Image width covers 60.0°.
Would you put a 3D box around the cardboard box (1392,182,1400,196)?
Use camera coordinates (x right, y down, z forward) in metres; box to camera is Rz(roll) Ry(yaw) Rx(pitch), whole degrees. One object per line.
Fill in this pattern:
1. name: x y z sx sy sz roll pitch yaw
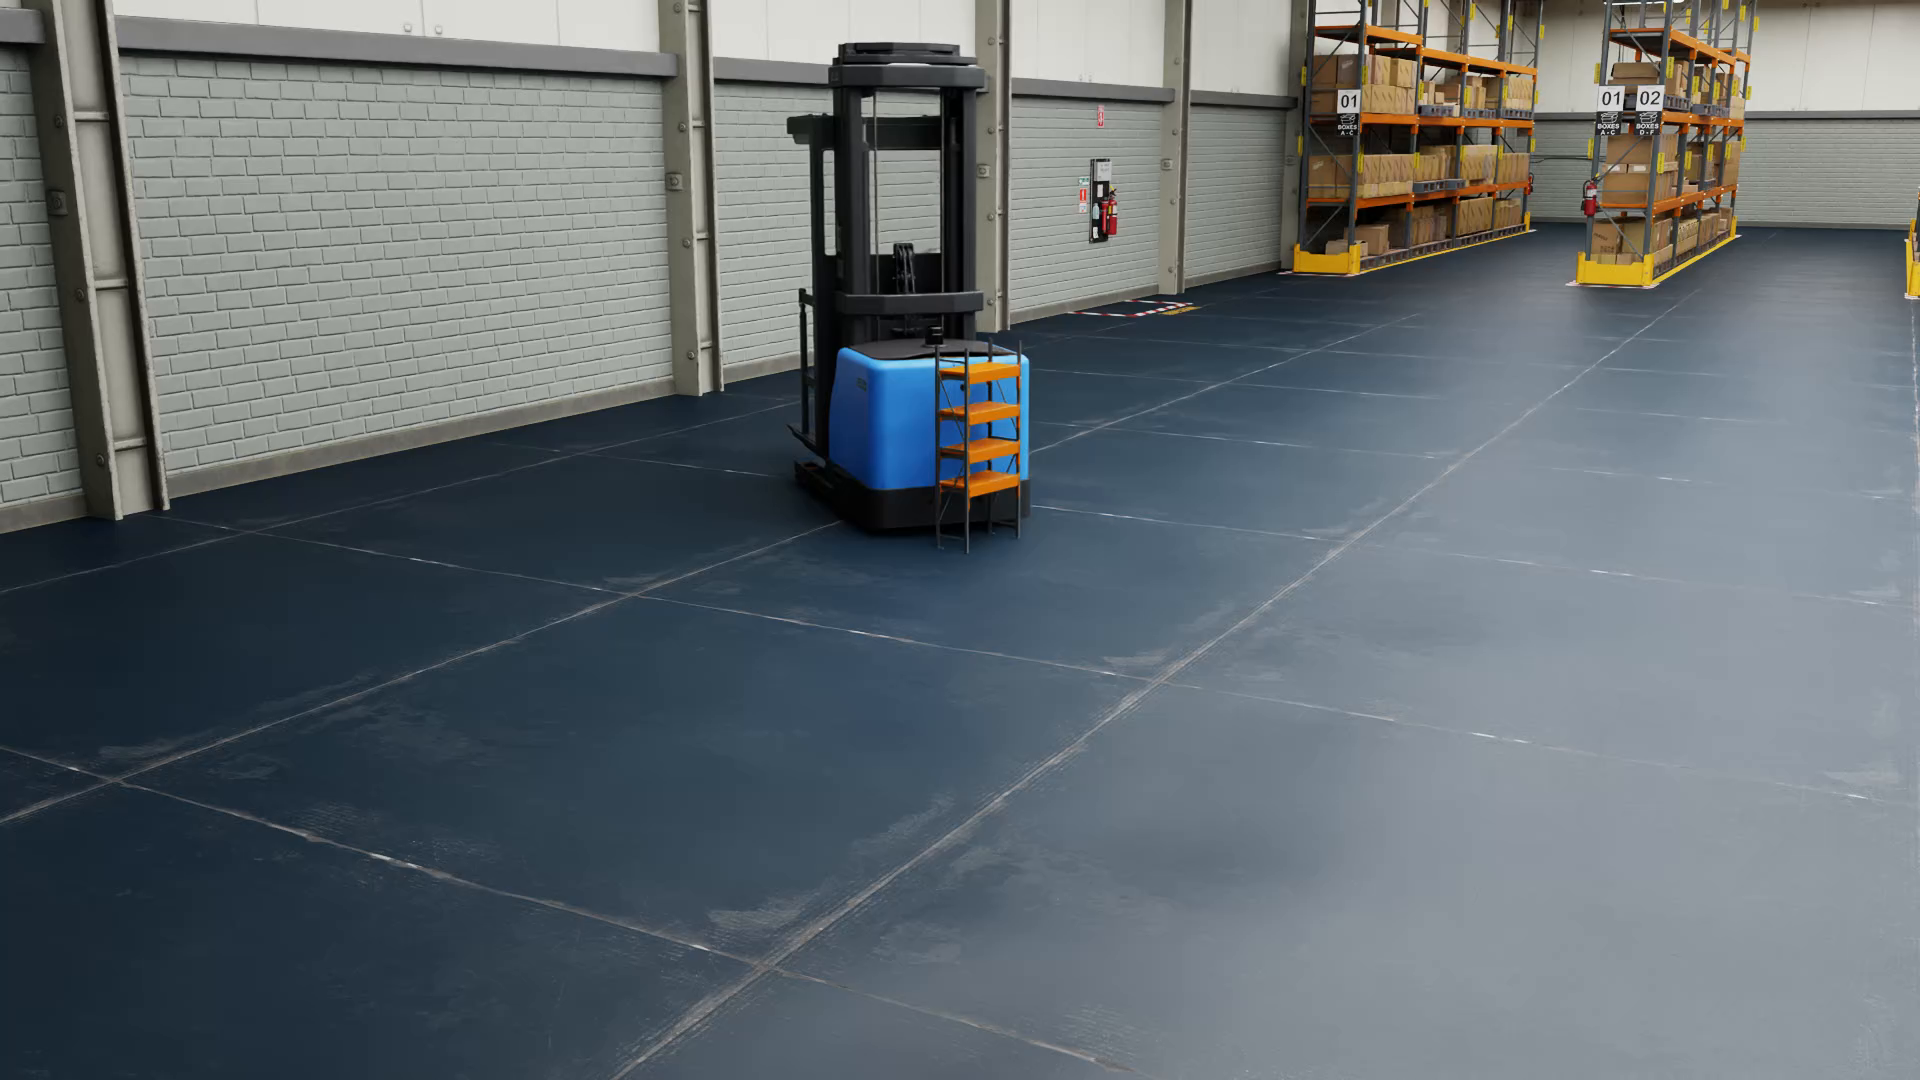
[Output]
1. cardboard box: 8.117 -6.742 31.878 0.500 0.250 0.500 7 15 28

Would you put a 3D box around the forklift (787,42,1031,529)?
1. forklift: -0.518 -1.791 11.210 1.130 2.935 3.031 -5 14 -18

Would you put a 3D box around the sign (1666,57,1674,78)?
1. sign: 11.446 -7.620 26.806 0.100 0.325 0.005 7 15 28

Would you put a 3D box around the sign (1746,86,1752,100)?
1. sign: 19.174 -10.867 40.418 0.100 0.325 0.005 7 15 28

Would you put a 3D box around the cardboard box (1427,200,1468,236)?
1. cardboard box: 10.962 -7.259 37.435 0.750 0.750 0.750 7 15 27

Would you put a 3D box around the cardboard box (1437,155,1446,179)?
1. cardboard box: 10.027 -8.011 35.711 0.700 0.500 0.500 6 15 23

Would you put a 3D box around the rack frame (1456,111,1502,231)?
1. rack frame: 12.426 -8.785 40.072 1.000 3.000 0.127 7 15 28

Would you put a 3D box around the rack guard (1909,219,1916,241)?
1. rack guard: 23.032 -7.274 39.139 1.175 0.500 0.348 7 15 28

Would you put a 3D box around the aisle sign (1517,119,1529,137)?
1. aisle sign: 14.657 -10.850 43.091 0.394 0.787 0.004 7 15 28

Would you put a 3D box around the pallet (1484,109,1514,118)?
1. pallet: 12.830 -10.366 40.422 1.003 0.211 1.213 7 15 28

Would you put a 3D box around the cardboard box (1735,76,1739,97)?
1. cardboard box: 18.000 -10.723 39.364 0.700 0.500 0.500 7 15 28

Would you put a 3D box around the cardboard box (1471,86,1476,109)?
1. cardboard box: 11.393 -10.120 38.059 0.700 0.500 0.500 7 15 28

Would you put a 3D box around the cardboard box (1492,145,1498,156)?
1. cardboard box: 12.424 -9.227 39.417 0.500 0.250 0.500 8 16 29

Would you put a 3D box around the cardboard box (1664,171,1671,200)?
1. cardboard box: 12.438 -6.431 30.095 0.700 0.500 0.500 7 15 27

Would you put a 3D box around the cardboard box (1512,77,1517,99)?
1. cardboard box: 13.259 -11.008 40.504 0.500 0.500 0.500 7 15 27

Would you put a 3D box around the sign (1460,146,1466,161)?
1. sign: 10.971 -8.429 36.294 0.100 0.325 0.005 7 15 28

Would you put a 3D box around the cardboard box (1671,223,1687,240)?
1. cardboard box: 13.810 -5.988 32.245 0.500 0.311 0.500 7 15 26

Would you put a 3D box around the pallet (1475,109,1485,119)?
1. pallet: 11.295 -9.698 37.864 1.003 0.211 1.213 8 16 31

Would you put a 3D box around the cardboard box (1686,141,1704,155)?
1. cardboard box: 16.782 -8.892 38.170 0.500 0.500 0.500 7 15 28

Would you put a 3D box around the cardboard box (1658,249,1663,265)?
1. cardboard box: 12.143 -5.022 29.435 0.500 0.250 0.500 7 15 28

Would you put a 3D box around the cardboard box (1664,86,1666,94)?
1. cardboard box: 11.686 -7.592 28.066 0.380 0.149 0.250 7 15 28

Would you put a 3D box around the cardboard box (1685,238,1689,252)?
1. cardboard box: 14.051 -5.821 32.748 0.500 0.250 0.500 8 16 29

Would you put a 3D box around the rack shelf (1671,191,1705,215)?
1. rack shelf: 13.863 -6.644 32.725 1.077 0.370 4.000 7 15 28

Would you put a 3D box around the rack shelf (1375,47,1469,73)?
1. rack shelf: 9.525 -9.926 34.394 1.077 0.370 4.000 7 15 28

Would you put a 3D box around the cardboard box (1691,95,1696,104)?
1. cardboard box: 14.136 -8.668 32.611 0.500 0.250 0.500 7 15 27

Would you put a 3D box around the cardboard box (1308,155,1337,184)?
1. cardboard box: 6.666 -6.745 30.288 0.500 0.500 0.500 7 15 27

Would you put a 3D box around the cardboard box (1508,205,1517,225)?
1. cardboard box: 13.867 -8.337 42.651 0.700 0.500 0.500 7 15 28

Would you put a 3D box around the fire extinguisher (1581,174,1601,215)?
1. fire extinguisher: 10.499 -5.753 27.662 0.296 0.674 0.183 7 15 28

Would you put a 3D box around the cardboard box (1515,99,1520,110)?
1. cardboard box: 13.491 -10.744 41.008 0.500 0.250 0.500 7 15 26

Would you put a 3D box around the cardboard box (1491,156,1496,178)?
1. cardboard box: 12.423 -8.864 39.512 0.500 0.500 0.500 7 15 27

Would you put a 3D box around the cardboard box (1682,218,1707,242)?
1. cardboard box: 15.548 -6.571 35.286 0.500 0.500 0.500 7 15 26

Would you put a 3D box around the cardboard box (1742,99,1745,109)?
1. cardboard box: 18.672 -10.539 40.201 0.500 0.250 0.500 7 15 28

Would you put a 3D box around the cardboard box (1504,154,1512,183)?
1. cardboard box: 13.060 -9.189 41.109 0.980 0.700 0.700 7 15 27

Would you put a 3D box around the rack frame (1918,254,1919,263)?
1. rack frame: 17.231 -6.021 28.608 1.000 3.000 0.127 7 15 28

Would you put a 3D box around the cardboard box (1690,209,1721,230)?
1. cardboard box: 17.667 -7.611 39.589 0.797 0.503 0.637 7 15 28

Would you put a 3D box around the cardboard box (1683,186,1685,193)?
1. cardboard box: 14.263 -7.013 33.261 0.380 0.149 0.250 9 16 32

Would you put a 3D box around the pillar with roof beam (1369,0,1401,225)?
1. pillar with roof beam: 12.875 -10.224 33.242 9.100 9.000 0.400 7 15 28

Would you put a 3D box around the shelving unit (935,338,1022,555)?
1. shelving unit: 0.109 -0.561 9.801 0.258 1.200 0.503 11 17 38

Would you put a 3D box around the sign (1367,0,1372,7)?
1. sign: 8.070 -10.653 32.689 0.100 0.325 0.005 7 15 28

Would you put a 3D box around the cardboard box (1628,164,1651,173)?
1. cardboard box: 11.341 -6.182 27.680 0.380 0.149 0.250 7 15 28

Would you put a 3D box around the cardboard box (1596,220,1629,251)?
1. cardboard box: 11.432 -5.345 29.174 0.500 0.500 0.500 7 15 28

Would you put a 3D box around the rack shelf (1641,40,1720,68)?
1. rack shelf: 13.863 -9.366 32.069 1.077 0.370 4.000 7 15 28

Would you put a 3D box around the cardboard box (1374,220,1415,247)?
1. cardboard box: 8.899 -6.295 34.139 0.700 0.500 0.500 8 16 30

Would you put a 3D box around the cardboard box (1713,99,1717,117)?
1. cardboard box: 15.509 -9.215 35.243 0.910 0.500 0.500 7 15 28

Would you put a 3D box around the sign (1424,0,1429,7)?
1. sign: 9.024 -10.487 32.171 0.100 0.325 0.005 7 15 28

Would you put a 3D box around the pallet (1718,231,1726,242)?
1. pallet: 17.685 -7.261 39.700 1.003 0.211 1.213 7 15 28

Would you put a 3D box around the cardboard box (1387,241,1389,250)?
1. cardboard box: 8.326 -5.867 33.075 0.380 0.166 0.250 5 15 21

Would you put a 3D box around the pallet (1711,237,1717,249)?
1. pallet: 16.404 -6.697 37.364 1.003 0.211 1.213 7 15 28

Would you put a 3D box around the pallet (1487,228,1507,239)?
1. pallet: 12.862 -7.576 41.009 1.003 0.211 1.213 7 15 28

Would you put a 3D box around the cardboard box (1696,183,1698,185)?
1. cardboard box: 16.781 -8.404 38.281 0.500 0.500 0.500 8 16 29

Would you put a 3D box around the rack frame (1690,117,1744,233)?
1. rack frame: 18.697 -9.045 41.151 1.000 3.000 0.127 7 15 28

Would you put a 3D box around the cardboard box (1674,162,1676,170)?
1. cardboard box: 12.831 -6.816 30.310 0.380 0.149 0.250 7 15 27

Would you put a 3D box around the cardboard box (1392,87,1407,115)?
1. cardboard box: 8.275 -8.426 31.928 0.500 0.500 0.500 6 15 23

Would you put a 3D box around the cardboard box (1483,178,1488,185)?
1. cardboard box: 12.168 -8.407 39.001 0.380 0.149 0.250 7 15 28

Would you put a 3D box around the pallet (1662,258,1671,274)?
1. pallet: 12.475 -5.069 30.609 1.003 0.211 1.213 7 15 28

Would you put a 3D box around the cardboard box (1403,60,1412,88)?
1. cardboard box: 8.296 -8.898 31.753 0.500 0.500 0.500 8 16 31
